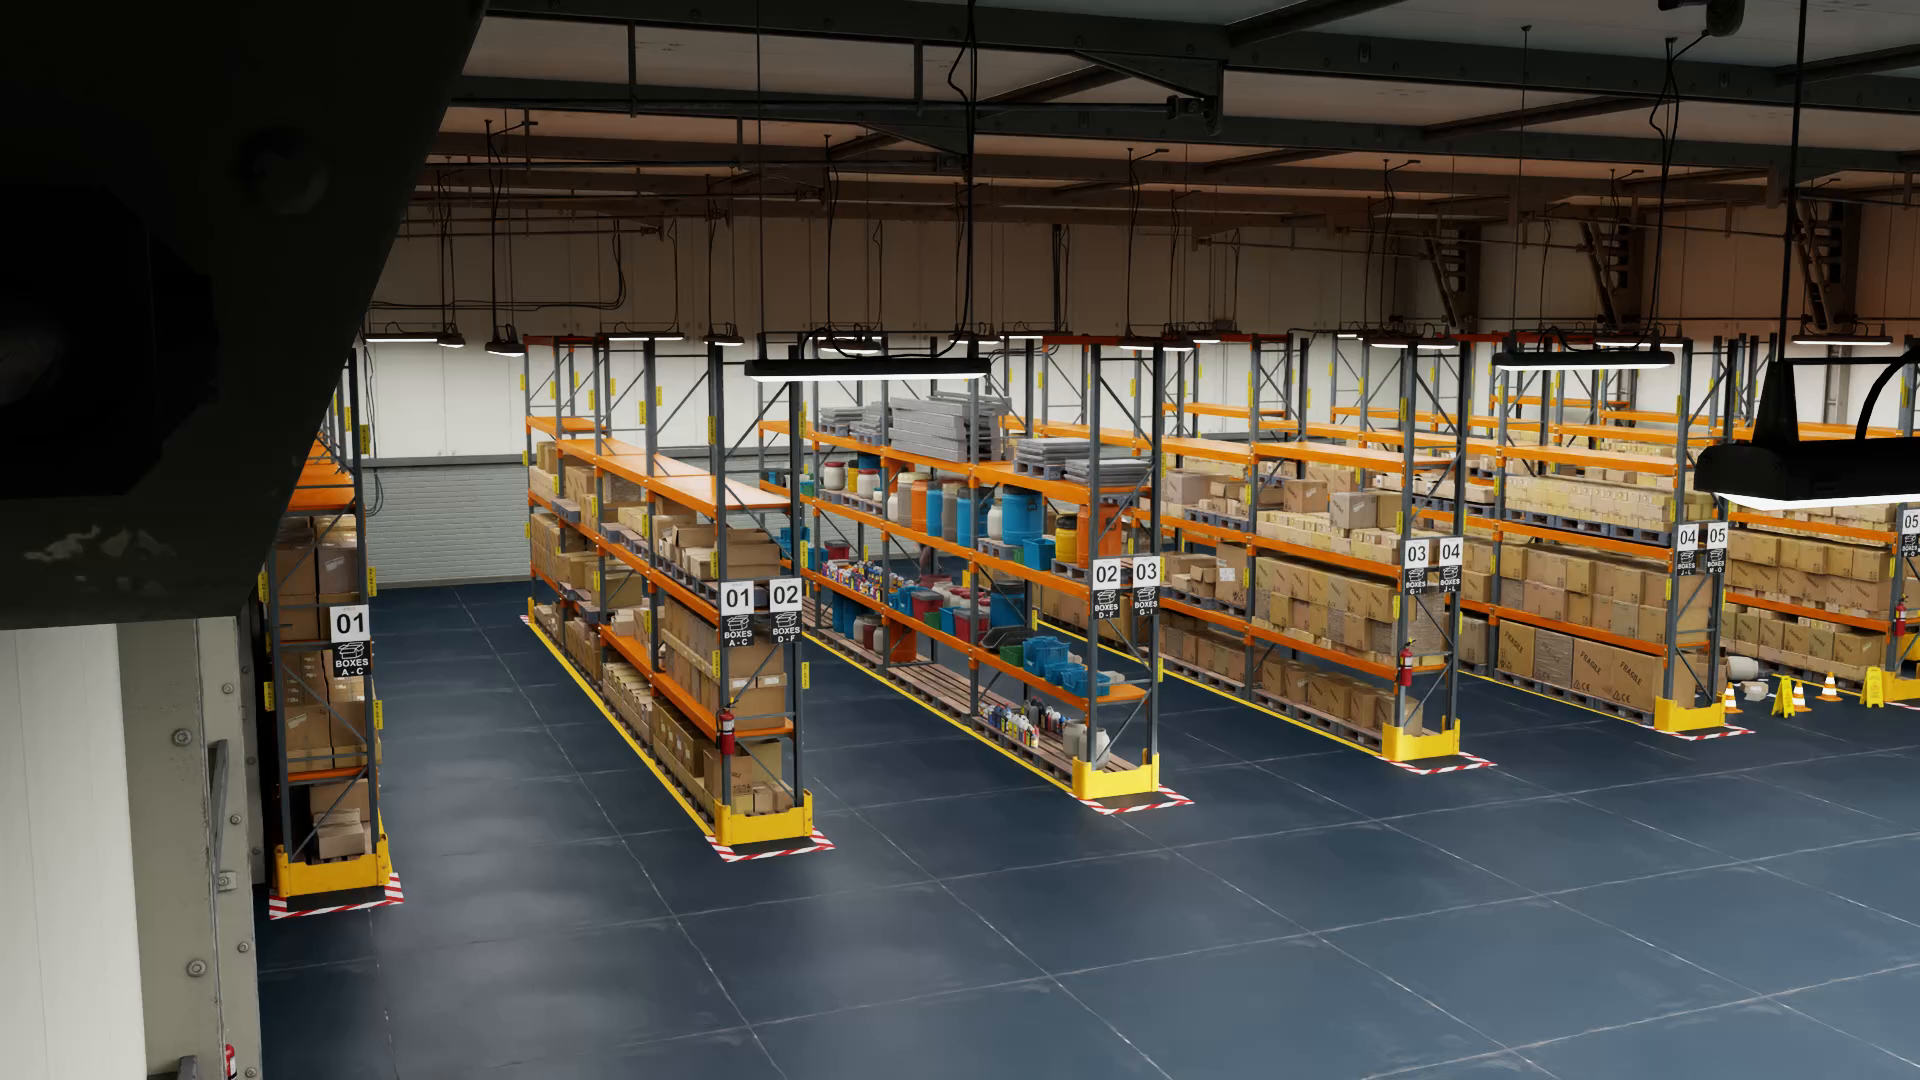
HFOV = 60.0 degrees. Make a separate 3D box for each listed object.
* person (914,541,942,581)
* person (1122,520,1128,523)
[{"bbox_3d":[-0.798,0.135,40.274,0.930,1.693,0.523,-6,9,-36],"label":"person"},{"bbox_3d":[3.778,0.119,40.110,0.625,1.719,1.133,0,8,2],"label":"person"}]
